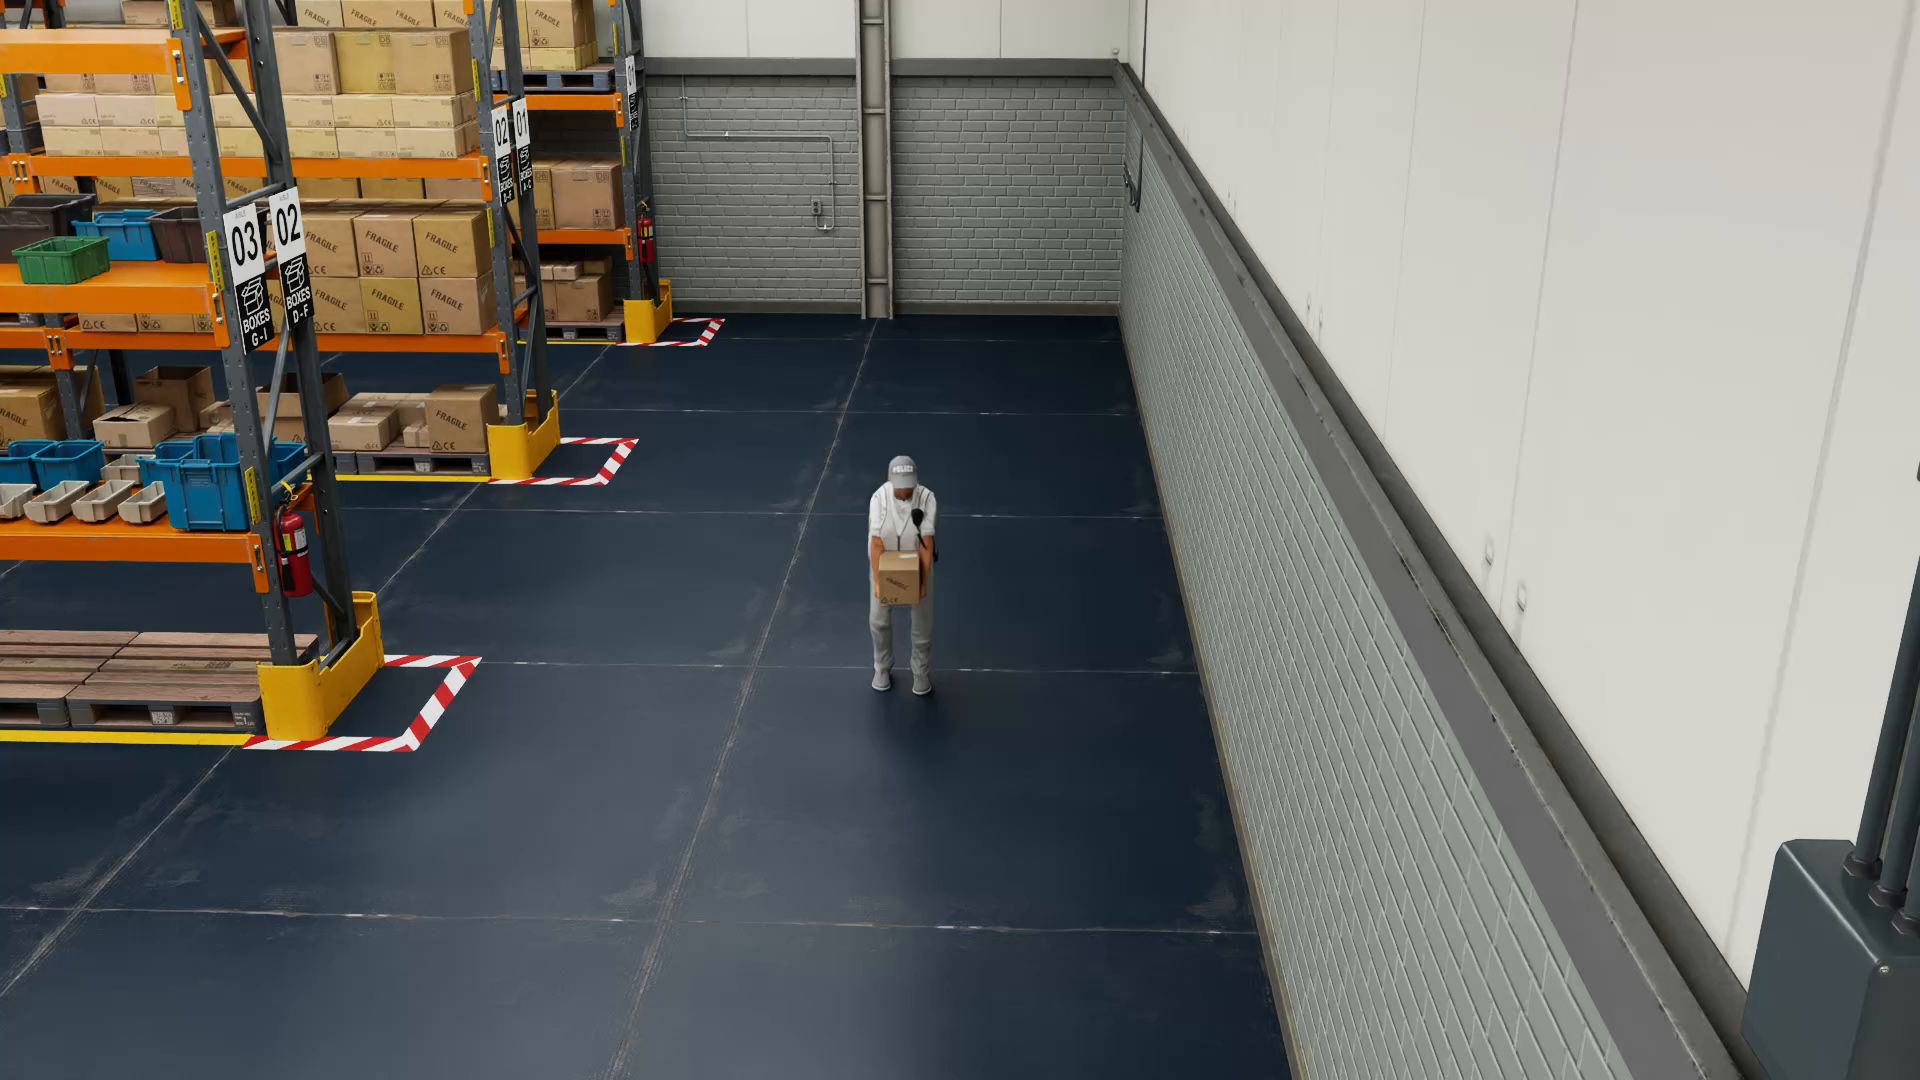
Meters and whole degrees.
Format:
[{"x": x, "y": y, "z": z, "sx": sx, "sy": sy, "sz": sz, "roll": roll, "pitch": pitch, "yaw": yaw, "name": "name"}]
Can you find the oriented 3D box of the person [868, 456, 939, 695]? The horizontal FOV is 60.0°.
[{"x": -0.366, "y": 0.203, "z": 10.619, "sx": 0.452, "sy": 1.623, "sz": 0.592, "roll": 0, "pitch": 21, "yaw": 1, "name": "person"}]
